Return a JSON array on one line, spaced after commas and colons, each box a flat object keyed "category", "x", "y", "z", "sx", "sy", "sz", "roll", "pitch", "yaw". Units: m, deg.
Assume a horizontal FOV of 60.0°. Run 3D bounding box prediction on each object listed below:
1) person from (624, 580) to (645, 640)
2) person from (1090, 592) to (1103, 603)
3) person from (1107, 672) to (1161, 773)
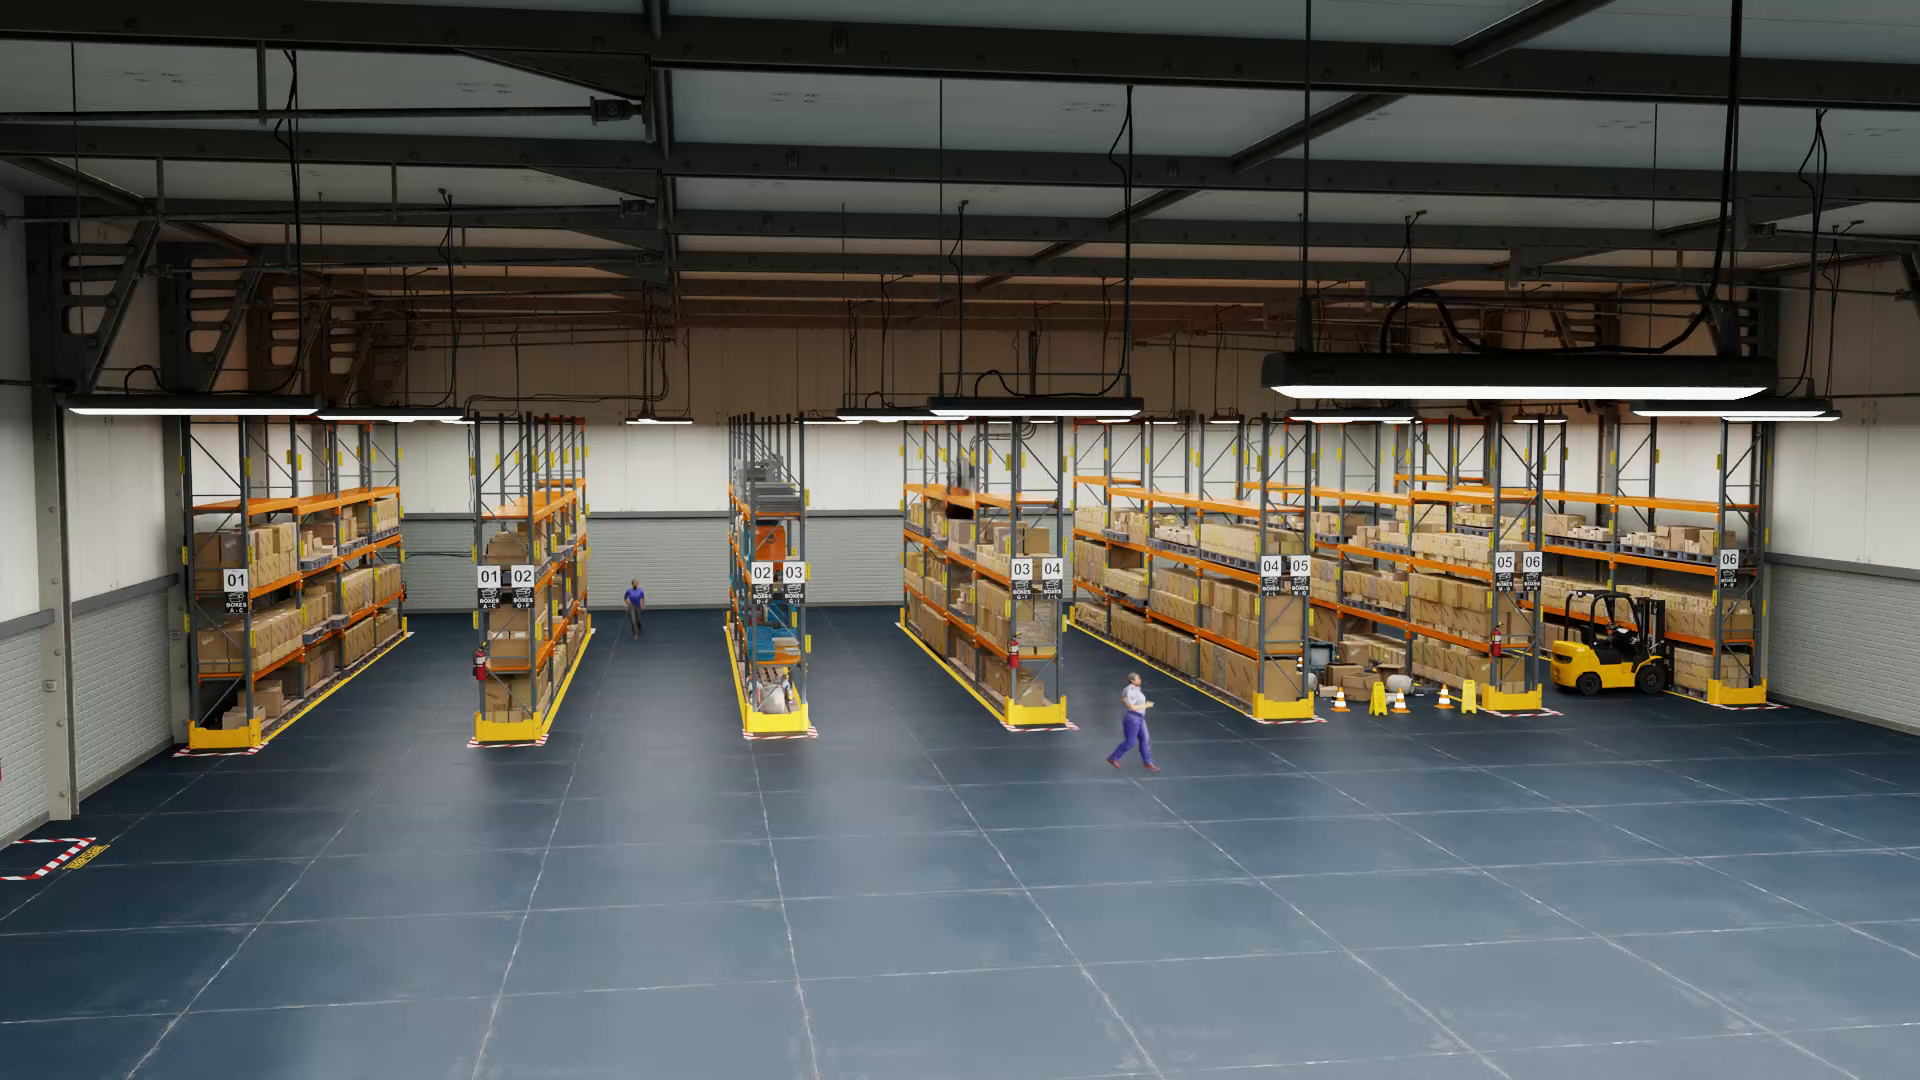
[{"category": "person", "x": -8.778, "y": 1.882, "z": 44.841, "sx": 0.569, "sy": 1.616, "sz": 0.594, "roll": -1, "pitch": 4, "yaw": -15}, {"category": "person", "x": 4.183, "y": 1.493, "z": 49.674, "sx": 0.809, "sy": 1.695, "sz": 0.666, "roll": -1, "pitch": 4, "yaw": -14}, {"category": "person", "x": 2.871, "y": 3.013, "z": 27.479, "sx": 0.876, "sy": 1.669, "sz": 0.598, "roll": 1, "pitch": 4, "yaw": 17}]
